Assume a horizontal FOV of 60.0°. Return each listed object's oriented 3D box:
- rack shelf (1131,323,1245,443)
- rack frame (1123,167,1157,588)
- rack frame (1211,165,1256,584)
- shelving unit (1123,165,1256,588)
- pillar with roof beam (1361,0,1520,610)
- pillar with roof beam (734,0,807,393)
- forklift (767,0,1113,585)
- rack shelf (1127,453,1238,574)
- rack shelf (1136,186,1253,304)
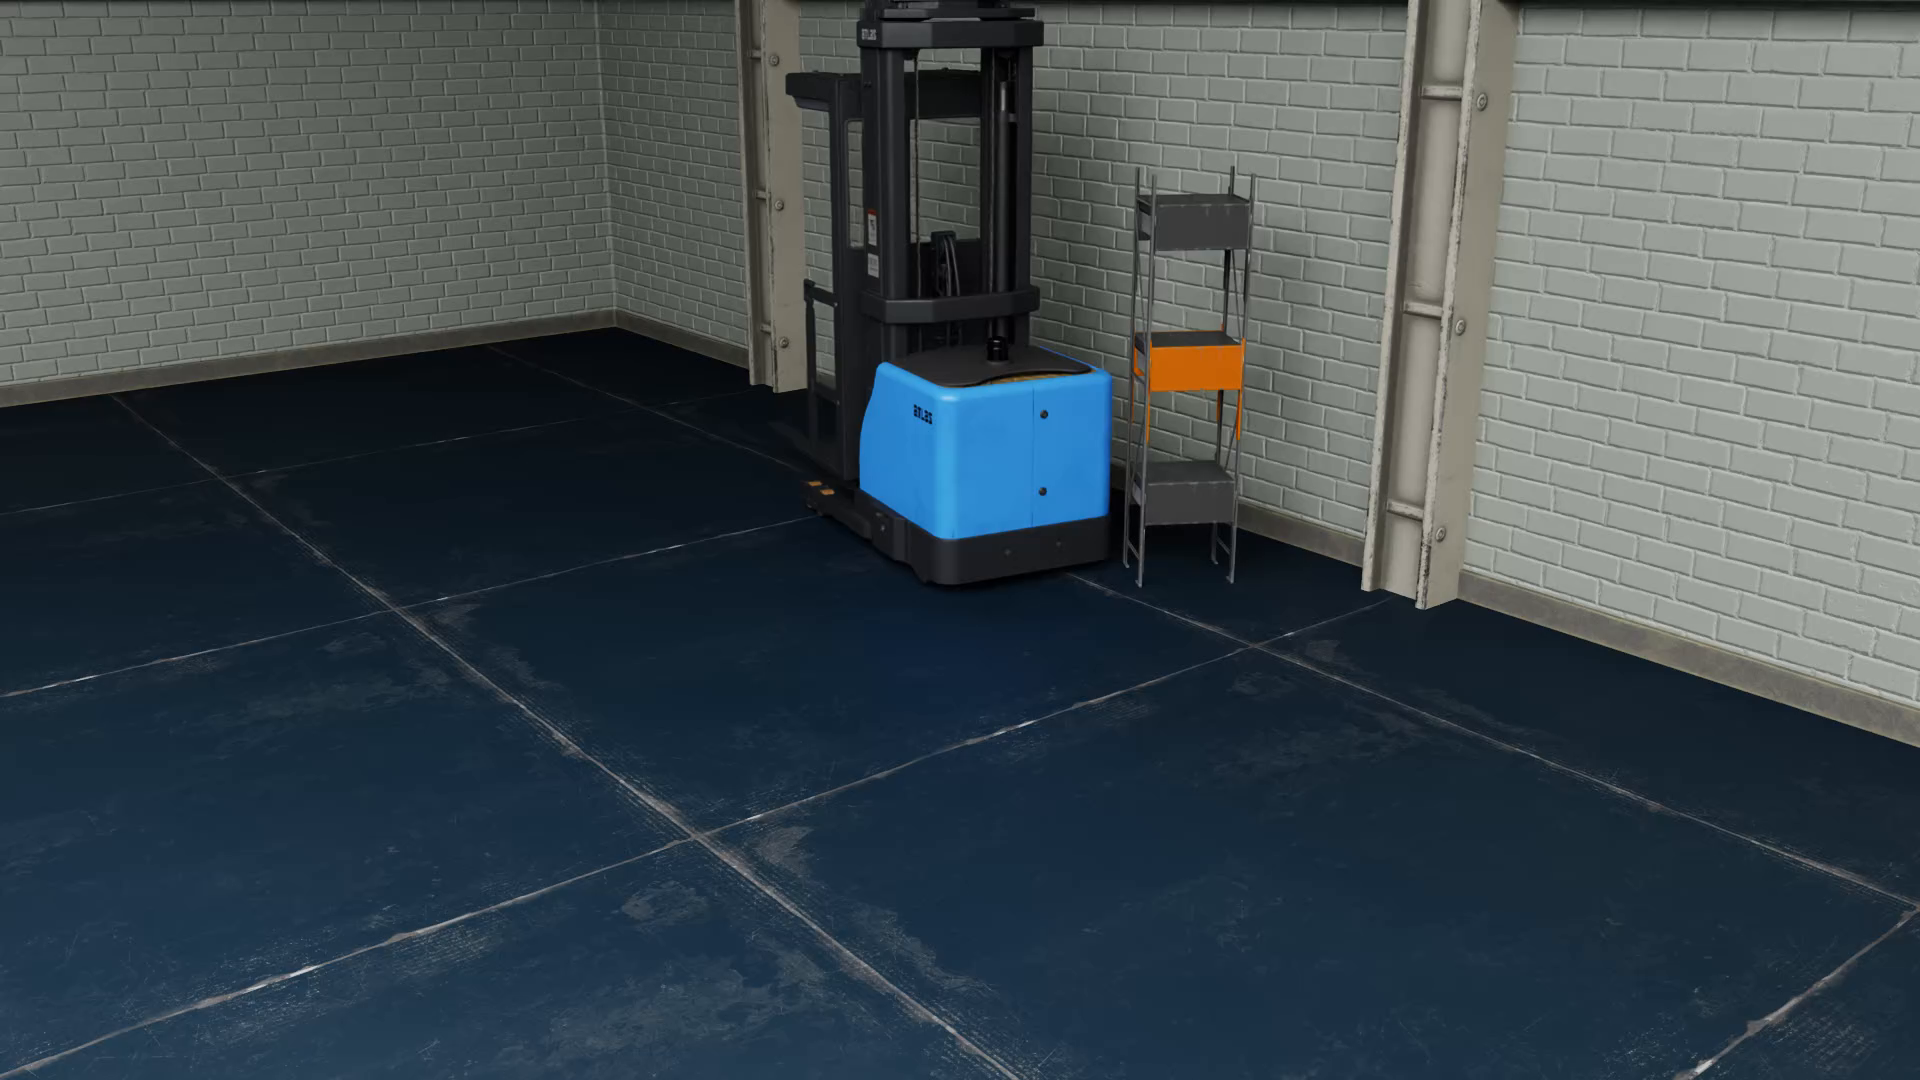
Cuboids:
[{"bbox_3d":[1.154,-0.809,8.508,0.480,0.518,0.431,-2,18,-6],"label":"rack shelf"},{"bbox_3d":[0.911,-0.812,8.476,0.015,2.100,0.400,-2,18,-6],"label":"rack frame"},{"bbox_3d":[1.396,-0.831,8.531,0.015,2.100,0.400,-2,18,-6],"label":"rack frame"},{"bbox_3d":[1.154,-0.822,8.503,0.503,2.100,0.431,-2,18,-6],"label":"shelving unit"},{"bbox_3d":[-1.061,-3.161,4.594,9.100,9.000,0.400,-14,23,-36],"label":"pillar with roof beam"},{"bbox_3d":[-4.786,-4.640,9.059,9.100,9.000,0.400,-14,23,-36],"label":"pillar with roof beam"},{"bbox_3d":[-0.302,-1.581,9.476,1.130,2.935,3.031,-9,20,-25],"label":"forklift"},{"bbox_3d":[1.154,-0.144,8.728,0.480,0.518,0.431,-2,18,-6],"label":"rack shelf"},{"bbox_3d":[1.154,-1.473,8.288,0.480,0.518,0.431,-2,18,-6],"label":"rack shelf"}]
